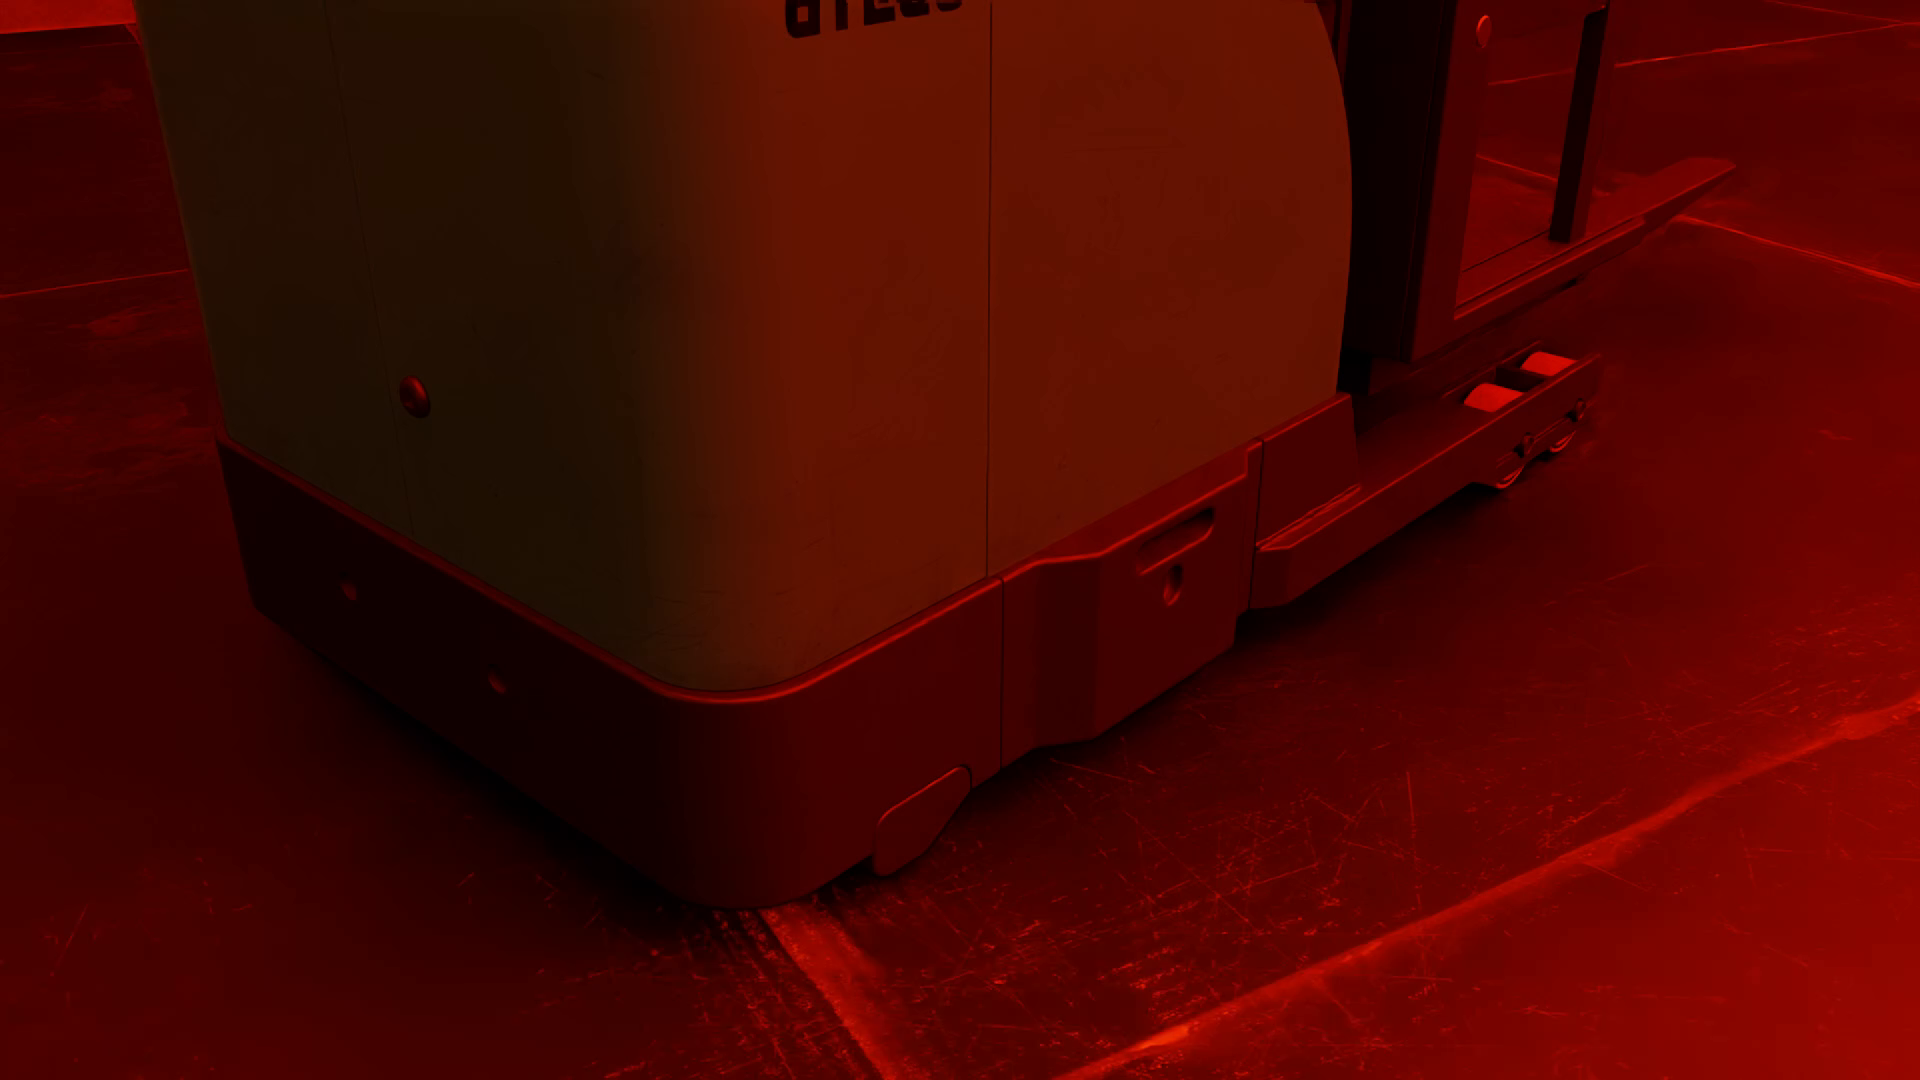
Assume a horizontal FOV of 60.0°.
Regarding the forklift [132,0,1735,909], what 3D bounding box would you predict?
[{"bbox_3d":[0.423,-1.527,2.270,1.130,2.935,3.031,22,34,37],"label":"forklift"}]
